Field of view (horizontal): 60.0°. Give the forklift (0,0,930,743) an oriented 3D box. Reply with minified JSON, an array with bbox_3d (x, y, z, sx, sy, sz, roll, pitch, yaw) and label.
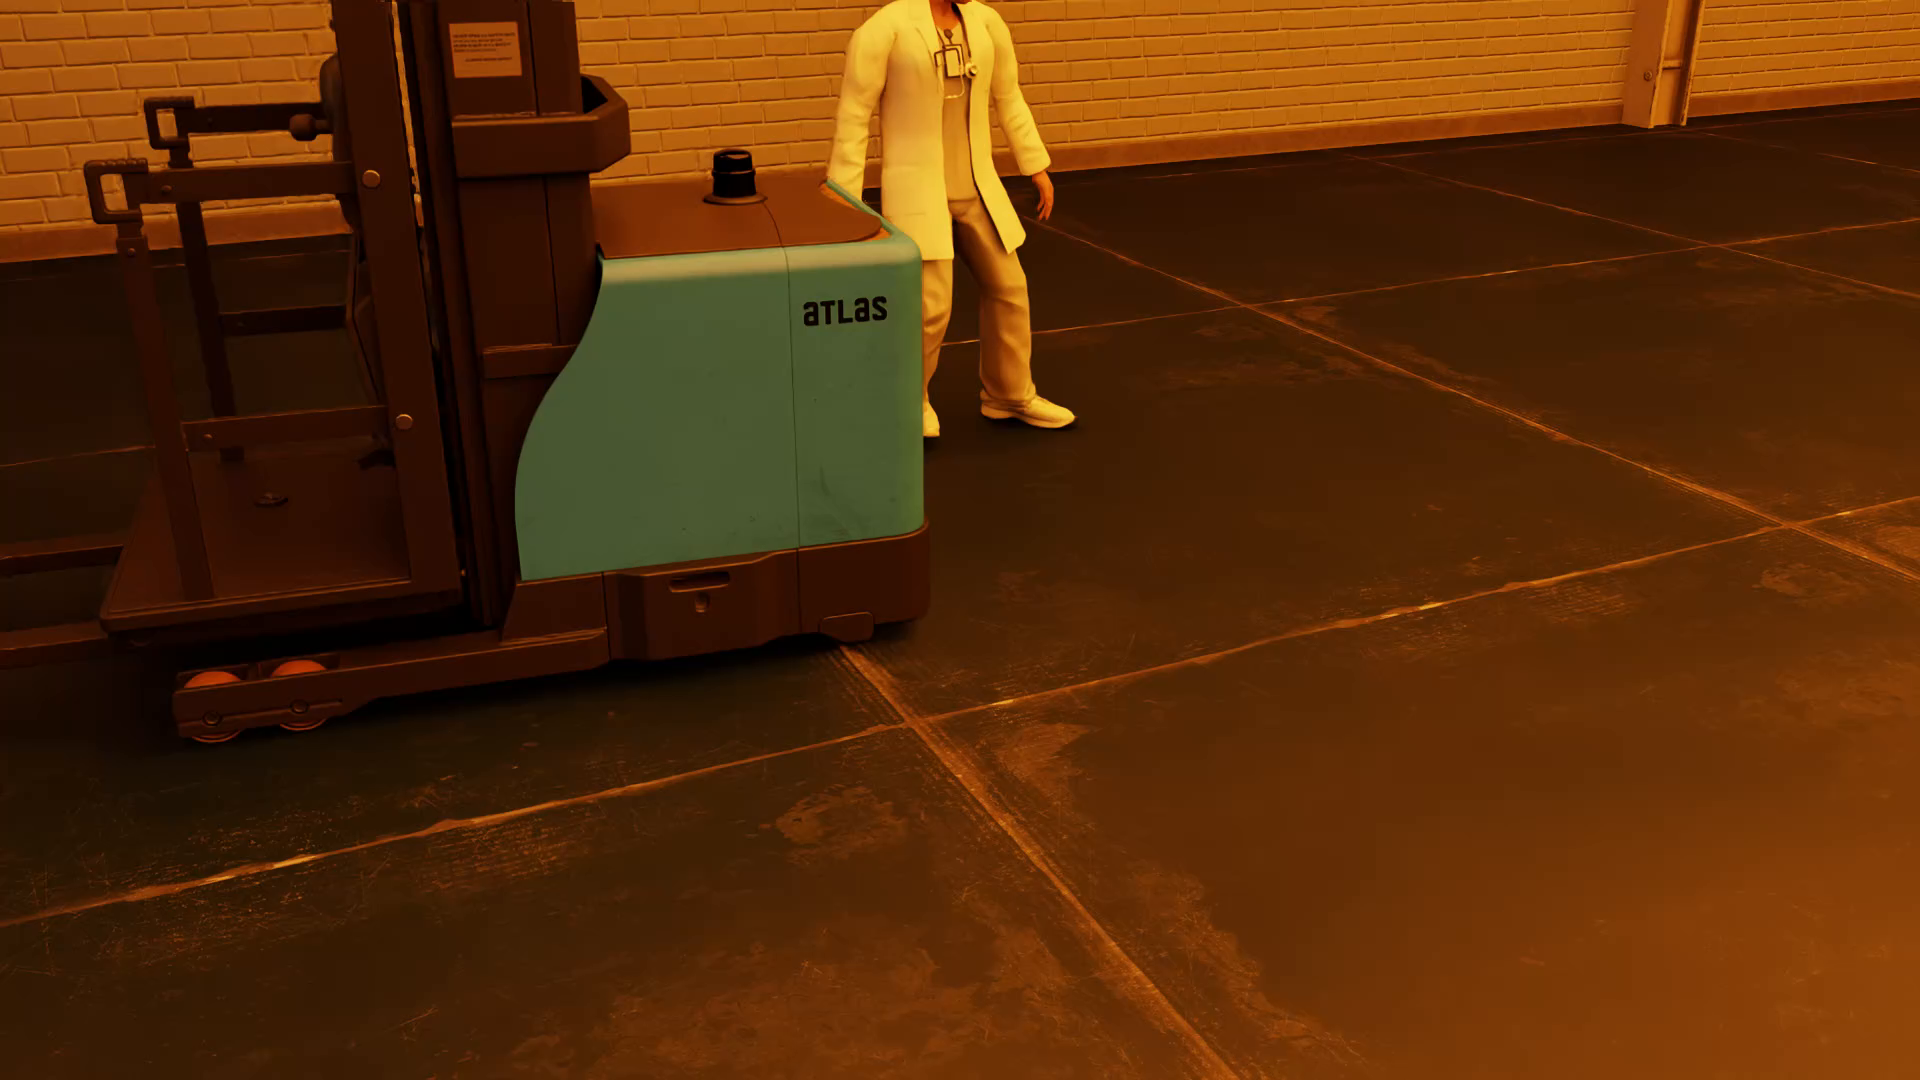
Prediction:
[{"bbox_3d":[-1.657,-1.099,3.931,3.031,2.935,1.130,-7,24,-16],"label":"forklift"}]

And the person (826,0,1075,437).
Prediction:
[{"bbox_3d":[-0.039,-1.195,5.702,0.864,1.750,0.436,-14,26,-30],"label":"person"}]
